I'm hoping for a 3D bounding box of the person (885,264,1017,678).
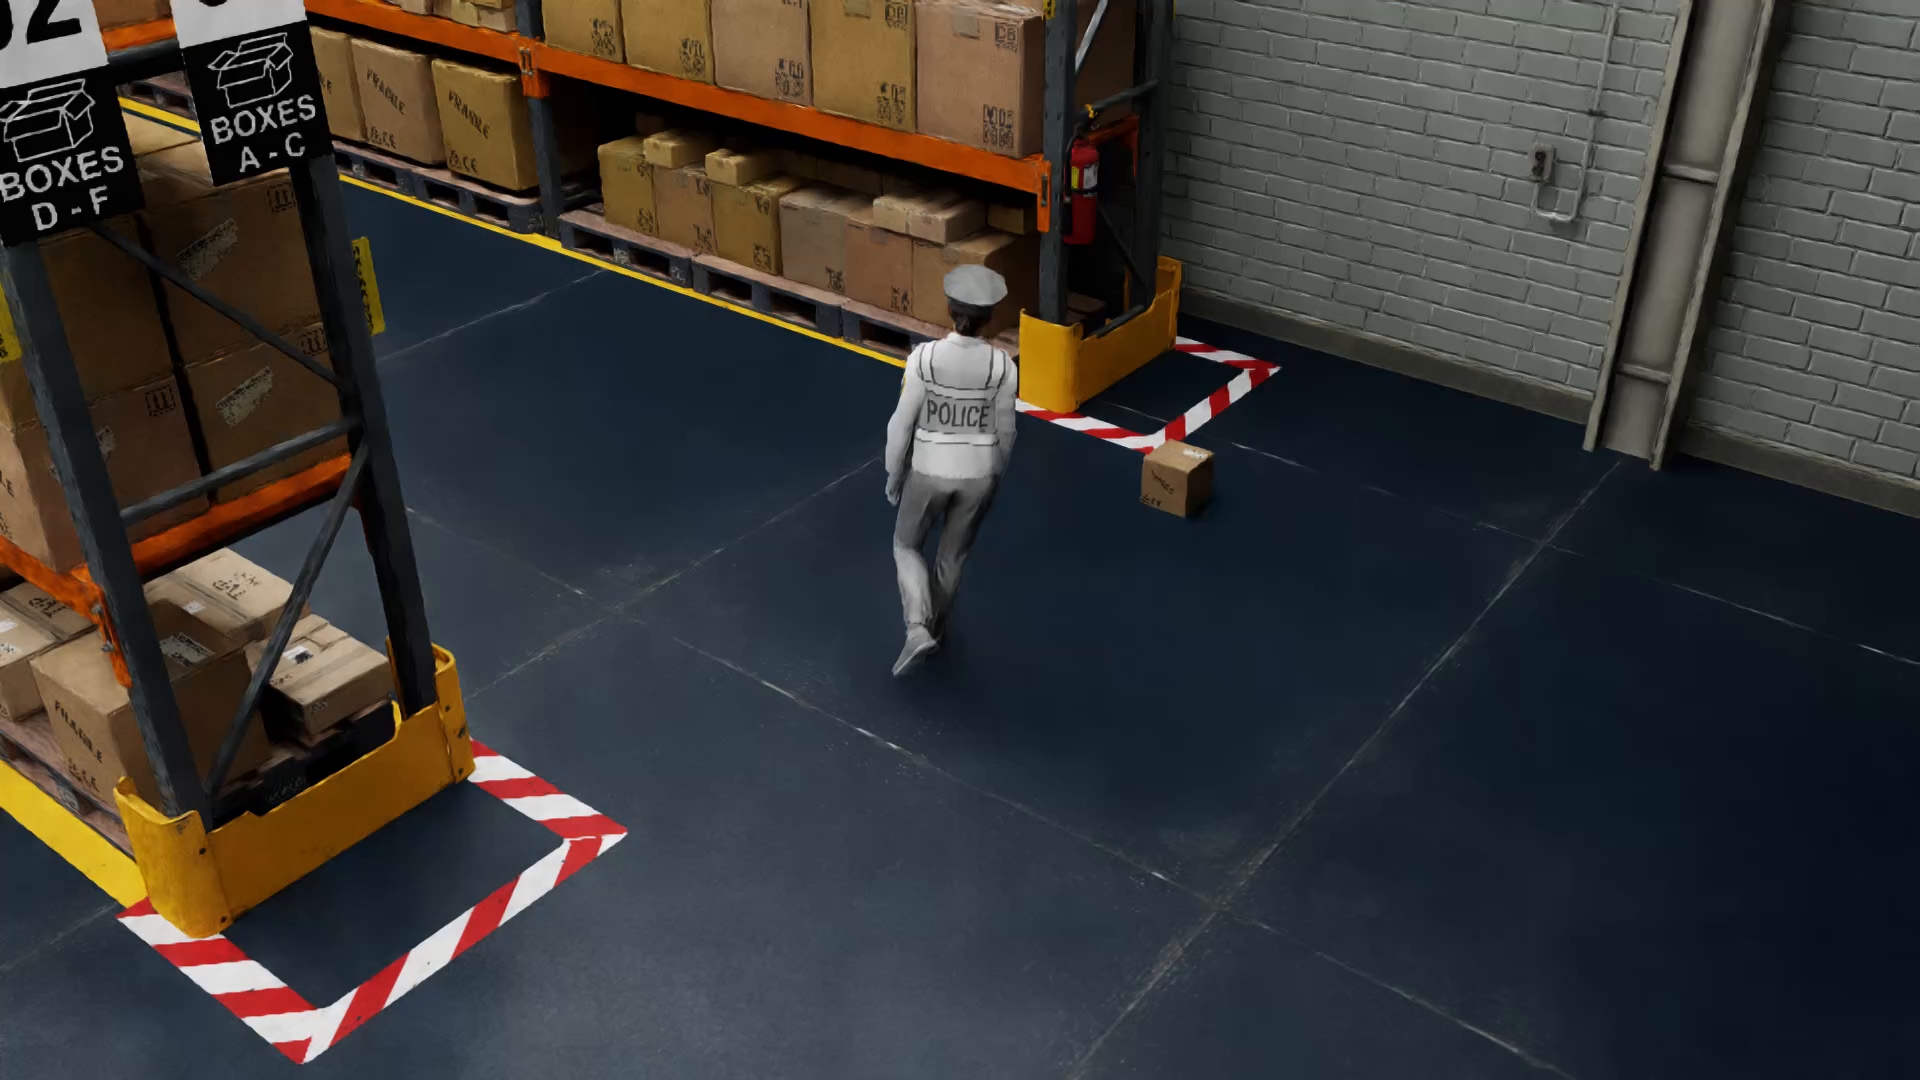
[{"bbox_3d":[-0.037,-0.211,6.455,0.513,1.640,0.616,0,31,0],"label":"person"}]
